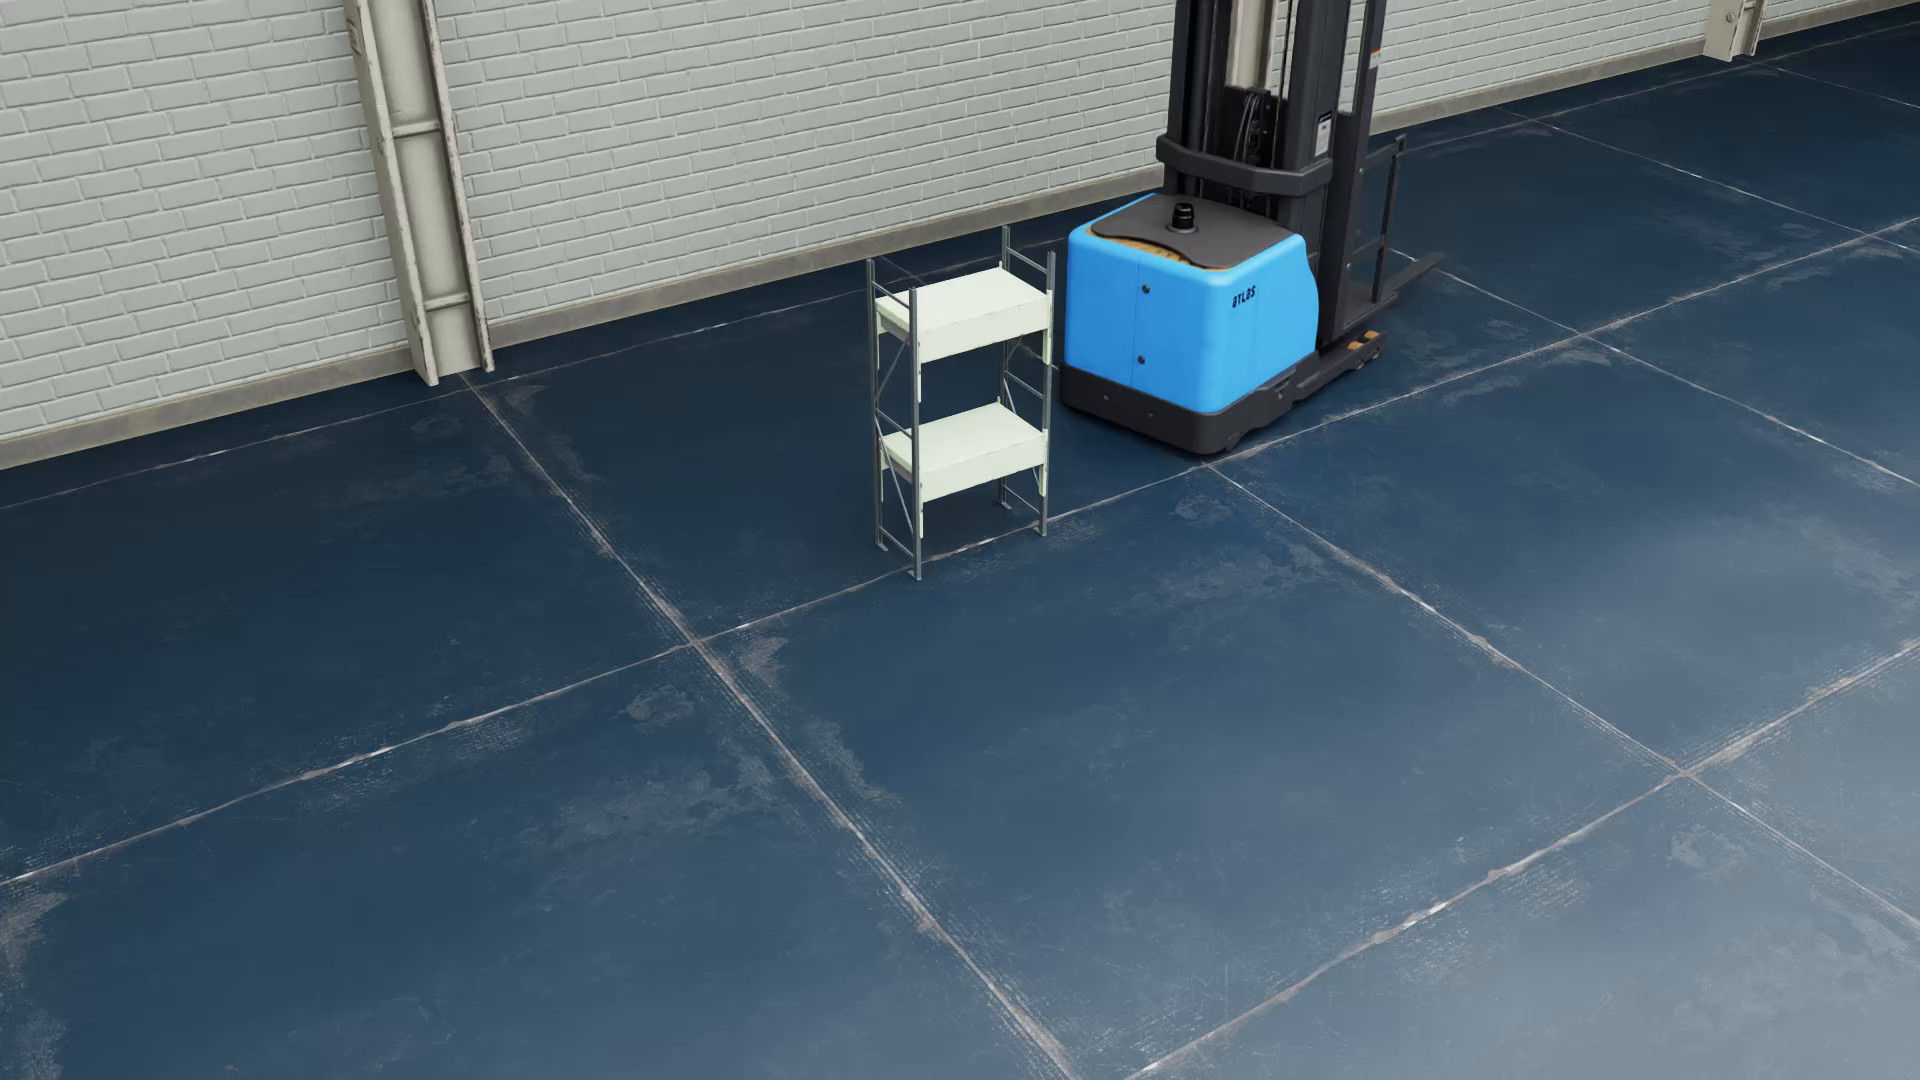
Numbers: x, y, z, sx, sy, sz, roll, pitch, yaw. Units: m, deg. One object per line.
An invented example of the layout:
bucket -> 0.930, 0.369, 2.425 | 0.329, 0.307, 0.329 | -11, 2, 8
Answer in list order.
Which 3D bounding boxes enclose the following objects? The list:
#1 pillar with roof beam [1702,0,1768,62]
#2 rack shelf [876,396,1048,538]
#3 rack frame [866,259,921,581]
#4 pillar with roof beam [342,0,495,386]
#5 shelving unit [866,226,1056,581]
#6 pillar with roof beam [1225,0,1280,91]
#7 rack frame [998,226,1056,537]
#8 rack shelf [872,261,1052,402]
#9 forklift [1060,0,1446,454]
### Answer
pillar with roof beam -> 9.418, -6.364, 9.904 | 0.400, 9.000, 9.100 | -19, 37, -27
rack shelf -> 0.006, -0.361, 8.027 | 0.720, 0.370, 0.431 | -19, 37, -27
rack frame -> -0.302, -0.530, 7.685 | 0.023, 1.500, 0.400 | -19, 37, -27
pillar with roof beam -> -0.669, -2.895, 4.405 | 0.400, 9.000, 9.100 | -19, 37, -27
shelving unit -> 0.006, -0.636, 7.853 | 0.755, 1.500, 0.431 | -19, 37, -27
pillar with roof beam -> 4.375, -4.629, 7.154 | 0.400, 9.000, 9.100 | -19, 37, -27
rack frame -> 0.313, -0.742, 8.021 | 0.023, 1.500, 0.400 | -19, 37, -27
rack shelf -> 0.006, -0.966, 7.645 | 0.720, 0.370, 0.431 | -19, 37, -27
forklift -> 1.905, -2.404, 9.314 | 1.130, 2.935, 3.031 | 25, 40, 34
